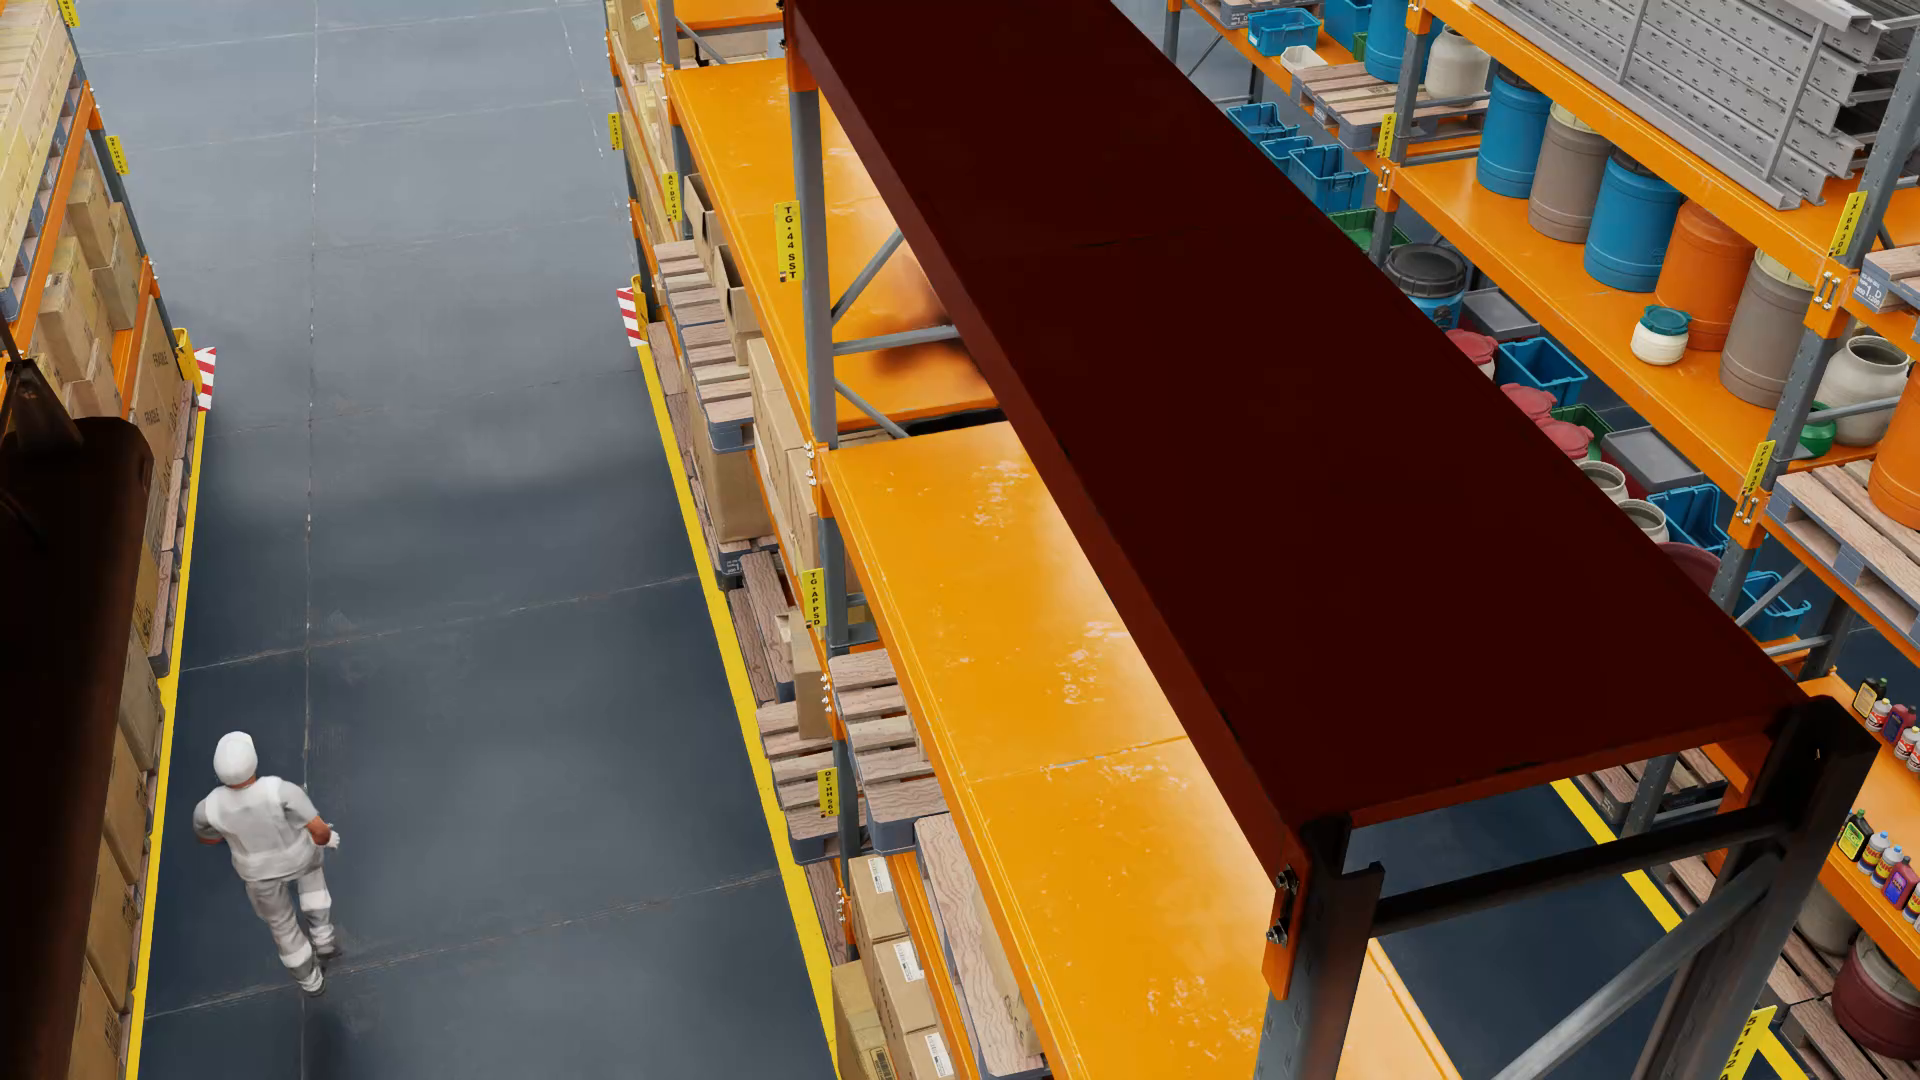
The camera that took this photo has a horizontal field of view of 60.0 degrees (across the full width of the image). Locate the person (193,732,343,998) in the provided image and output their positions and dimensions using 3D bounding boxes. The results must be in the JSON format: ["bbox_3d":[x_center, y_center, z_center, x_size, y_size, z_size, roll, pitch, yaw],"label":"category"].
[{"bbox_3d":[-3.631,1.656,8.848,0.650,1.778,0.636,-13,40,-16],"label":"person"}]
